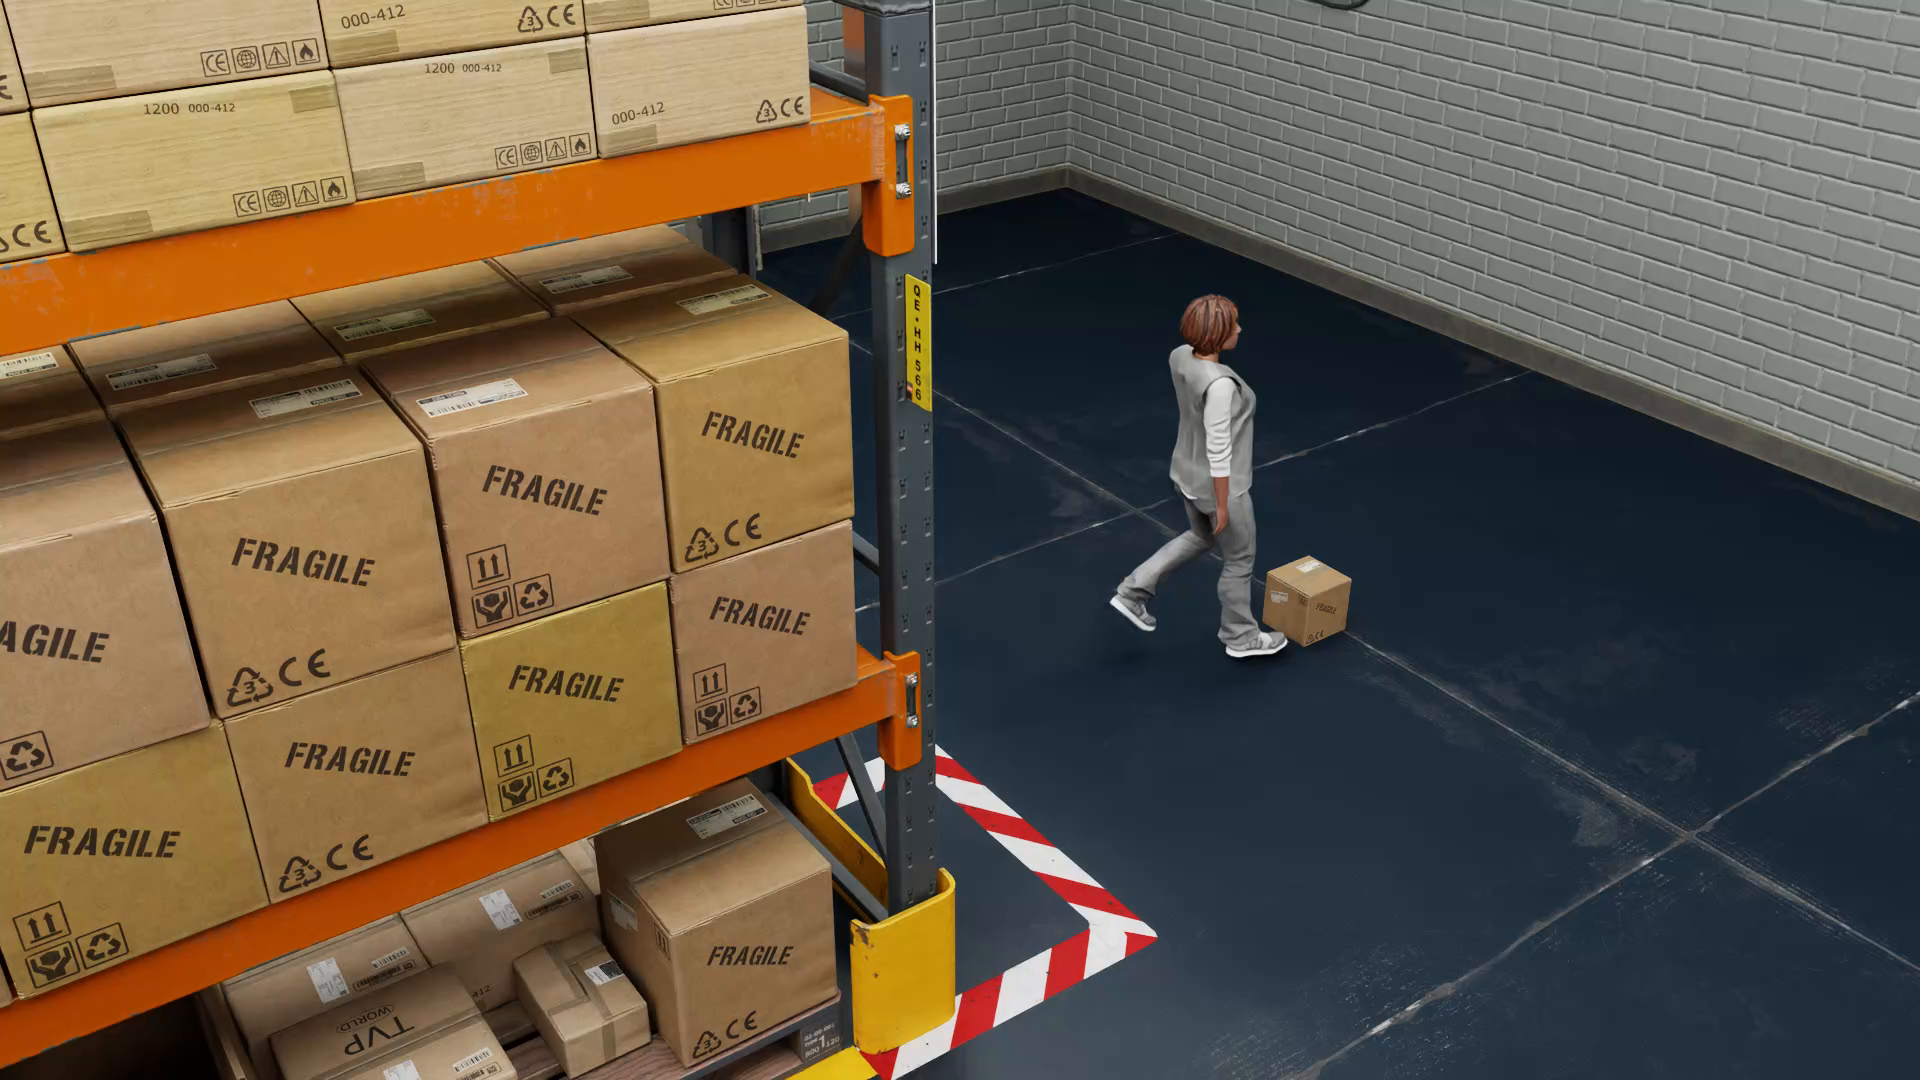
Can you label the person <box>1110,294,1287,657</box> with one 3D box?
[{"bbox_3d":[0.991,-0.229,6.519,0.718,1.577,0.424,-11,31,-18],"label":"person"}]
